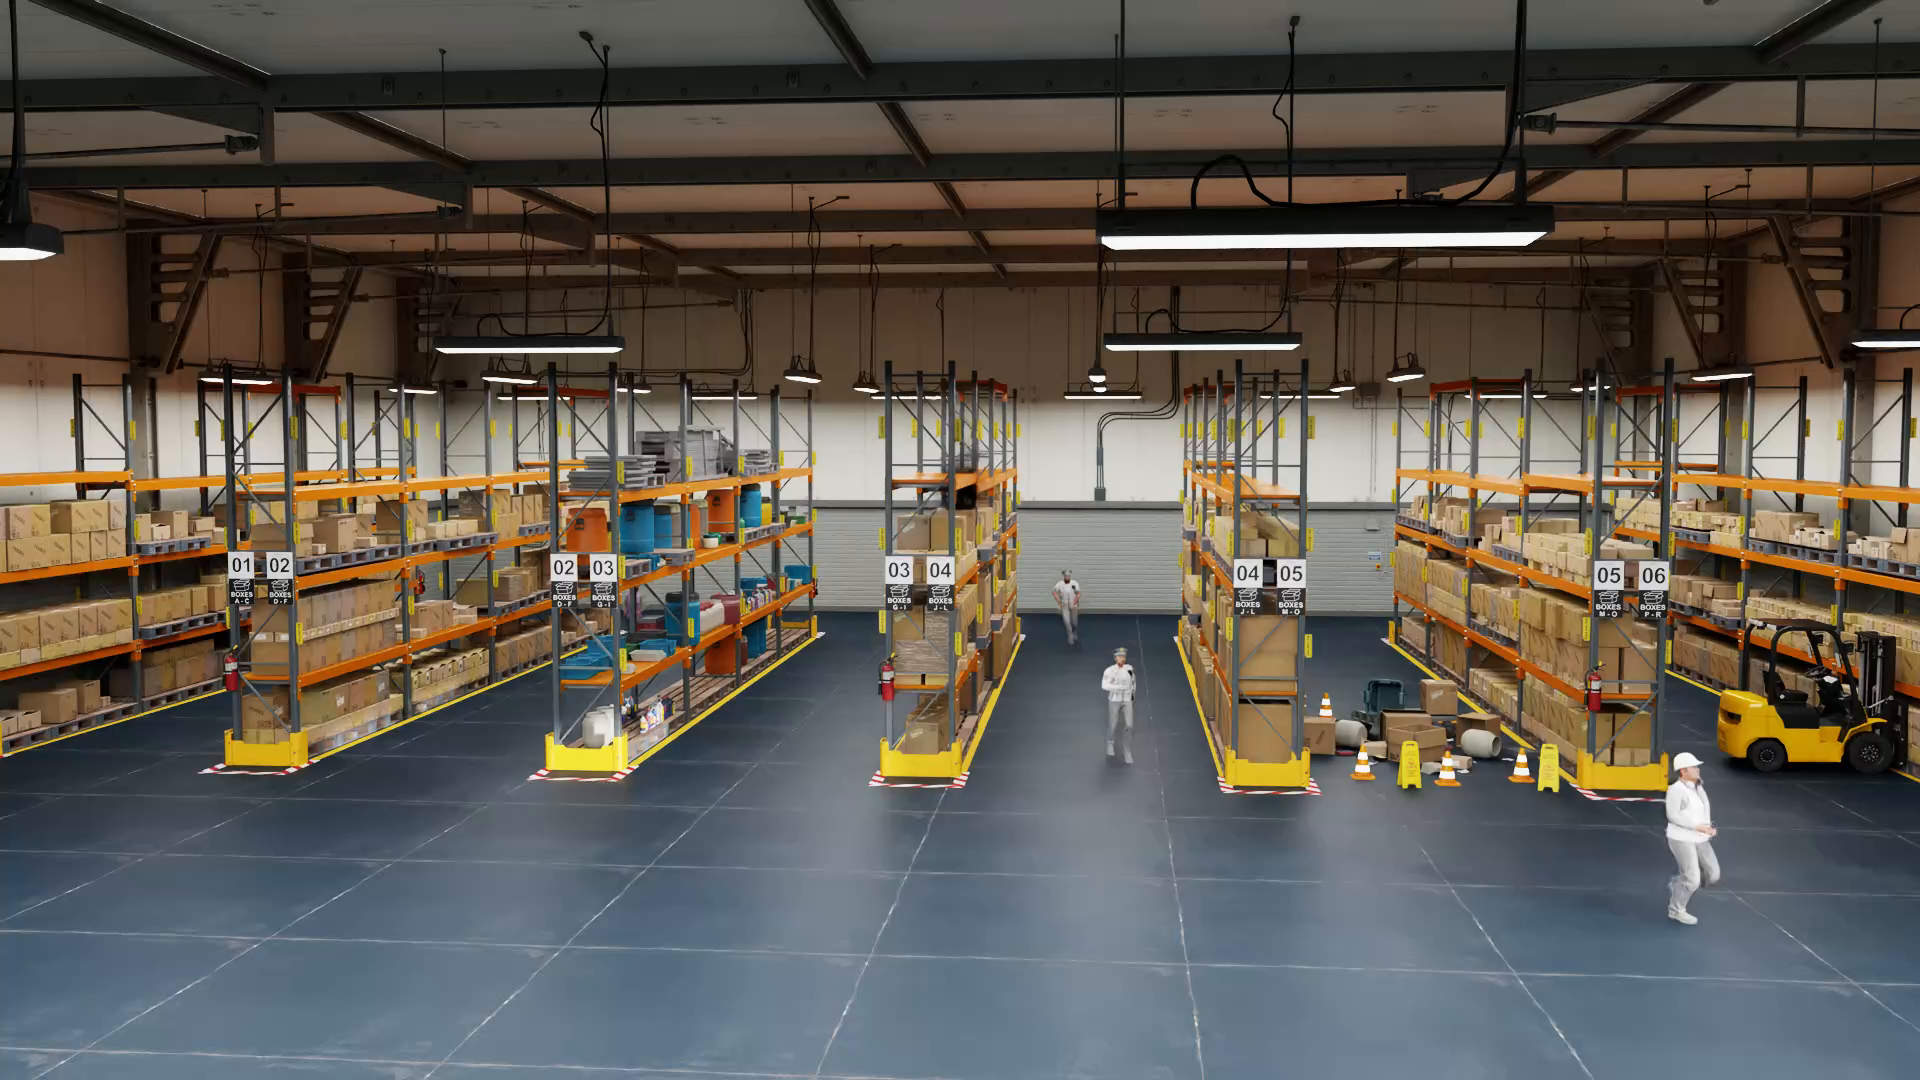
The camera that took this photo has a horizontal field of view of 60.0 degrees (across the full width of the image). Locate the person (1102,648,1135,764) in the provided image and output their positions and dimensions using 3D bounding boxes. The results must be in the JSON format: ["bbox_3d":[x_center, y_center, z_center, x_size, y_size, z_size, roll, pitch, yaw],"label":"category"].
[{"bbox_3d":[2.416,2.493,25.225,0.600,1.764,0.786,-1,4,-10],"label":"person"}]

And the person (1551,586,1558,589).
[{"bbox_3d":[12.336,1.828,34.640,0.667,1.768,0.963,0,4,-7],"label":"person"}]

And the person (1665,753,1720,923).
[{"bbox_3d":[7.445,3.029,16.896,0.643,1.731,0.571,-3,5,-38],"label":"person"}]

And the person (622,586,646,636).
[{"bbox_3d":[-7.357,1.771,37.488,0.537,1.532,0.594,0,4,-3],"label":"person"}]

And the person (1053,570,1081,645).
[{"bbox_3d":[2.520,1.550,39.206,0.670,1.745,0.793,1,4,9],"label":"person"}]
